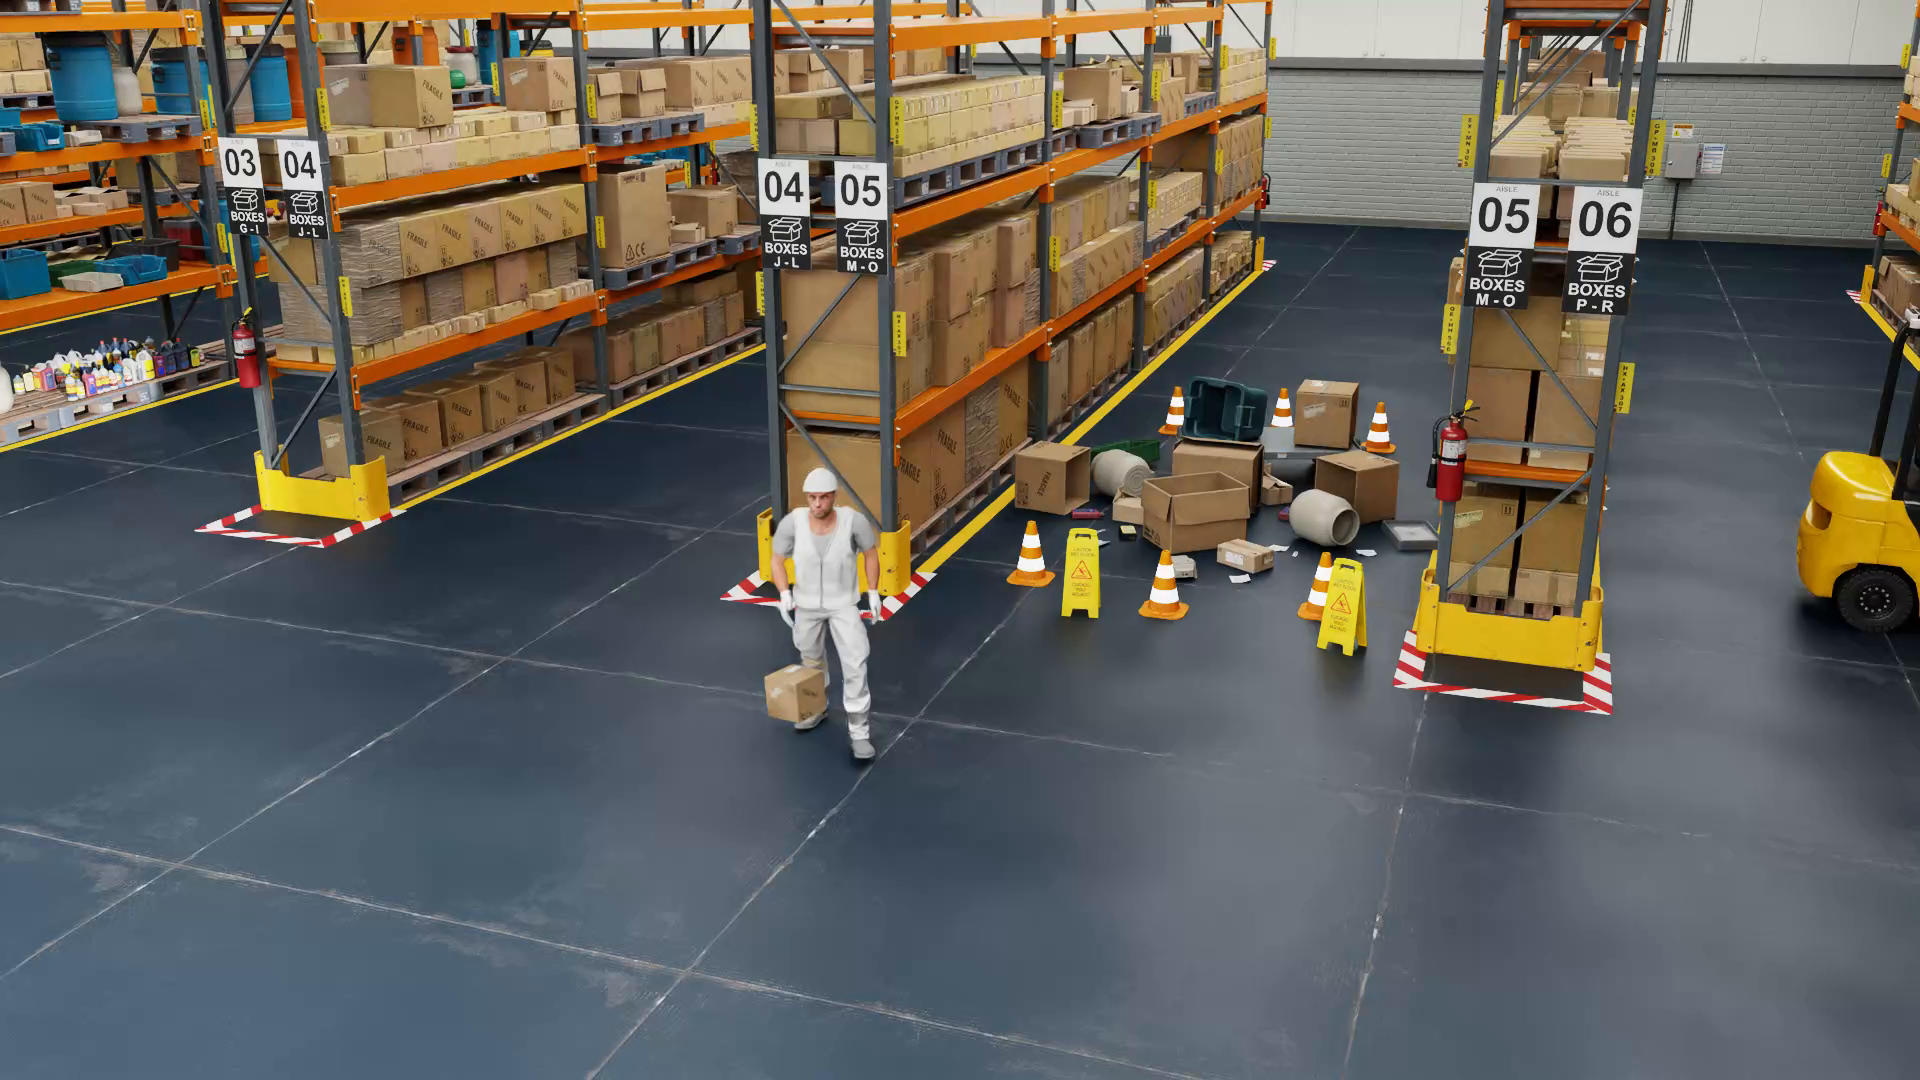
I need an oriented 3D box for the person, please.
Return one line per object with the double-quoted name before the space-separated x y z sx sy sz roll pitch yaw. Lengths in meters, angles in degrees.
"person" -0.791 0.395 9.885 0.635 1.746 0.741 2 19 5
